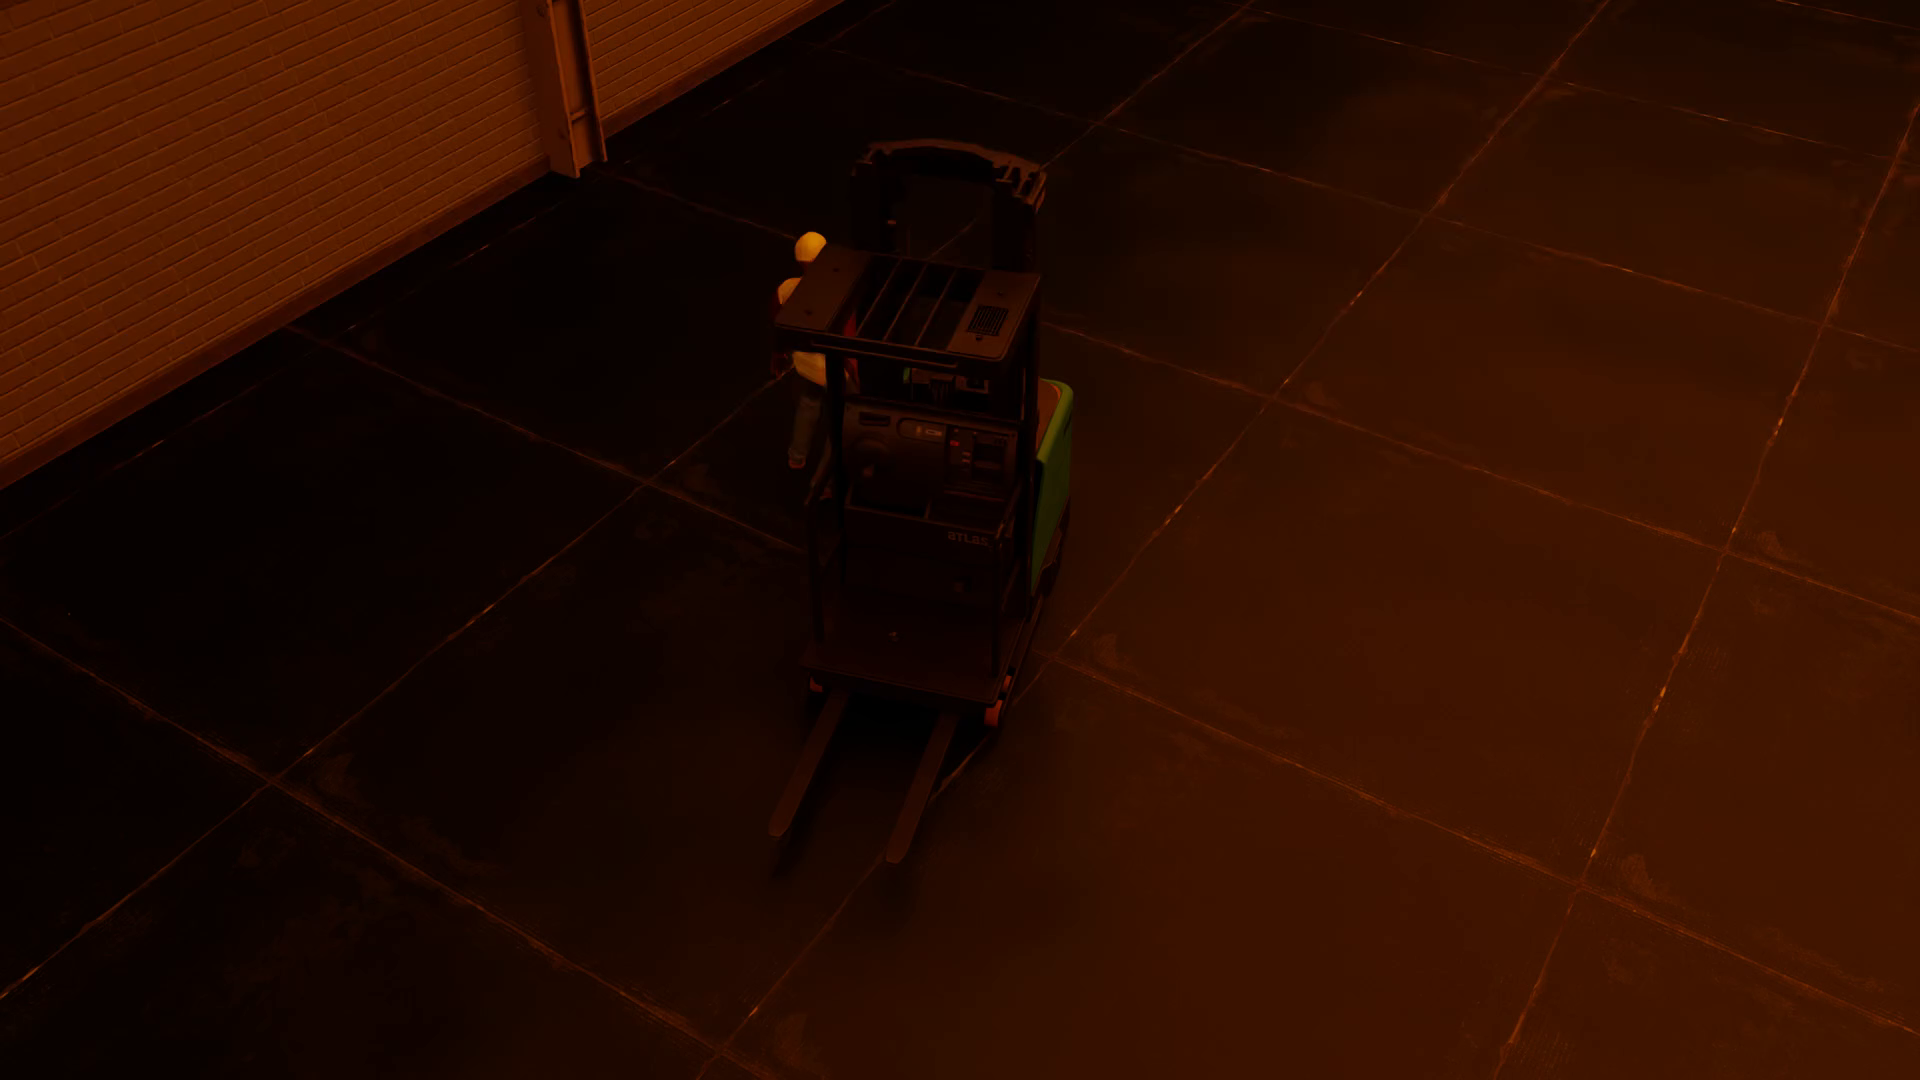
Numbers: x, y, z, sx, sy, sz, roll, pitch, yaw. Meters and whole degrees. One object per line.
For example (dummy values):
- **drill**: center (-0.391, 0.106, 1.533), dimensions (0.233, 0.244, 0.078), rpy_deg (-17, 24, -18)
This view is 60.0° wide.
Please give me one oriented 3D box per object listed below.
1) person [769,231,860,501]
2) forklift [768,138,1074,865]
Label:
- **person**: center (-0.836, -1.030, 10.166), dimensions (0.897, 1.718, 0.502), rpy_deg (32, 50, 32)
- **forklift**: center (-0.215, -0.380, 8.415), dimensions (1.130, 2.935, 3.031), rpy_deg (10, 41, 12)
